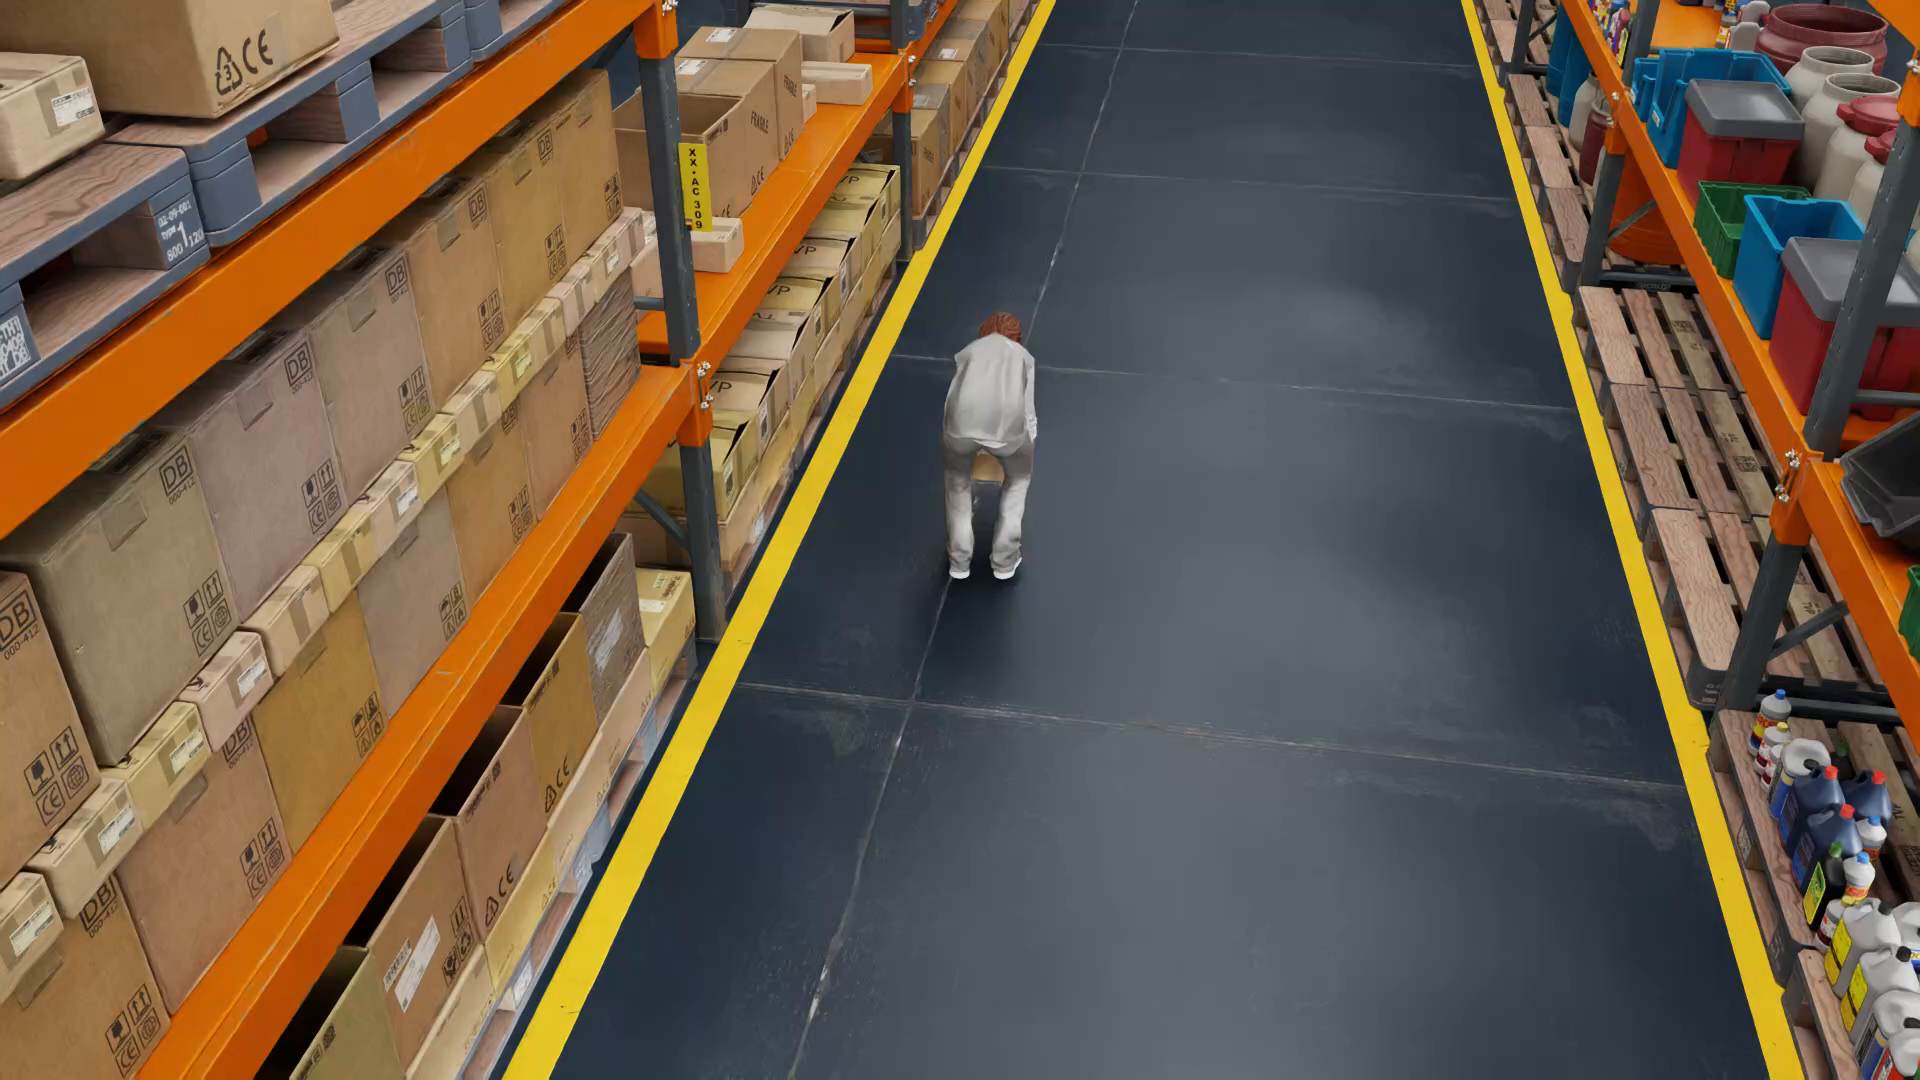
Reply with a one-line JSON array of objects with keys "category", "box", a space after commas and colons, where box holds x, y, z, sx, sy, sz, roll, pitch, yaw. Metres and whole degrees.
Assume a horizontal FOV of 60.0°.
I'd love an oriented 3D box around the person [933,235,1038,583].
[{"category": "person", "box": [0.110, -0.566, 7.017, 0.435, 1.600, 0.479, 5, 33, 8]}]
